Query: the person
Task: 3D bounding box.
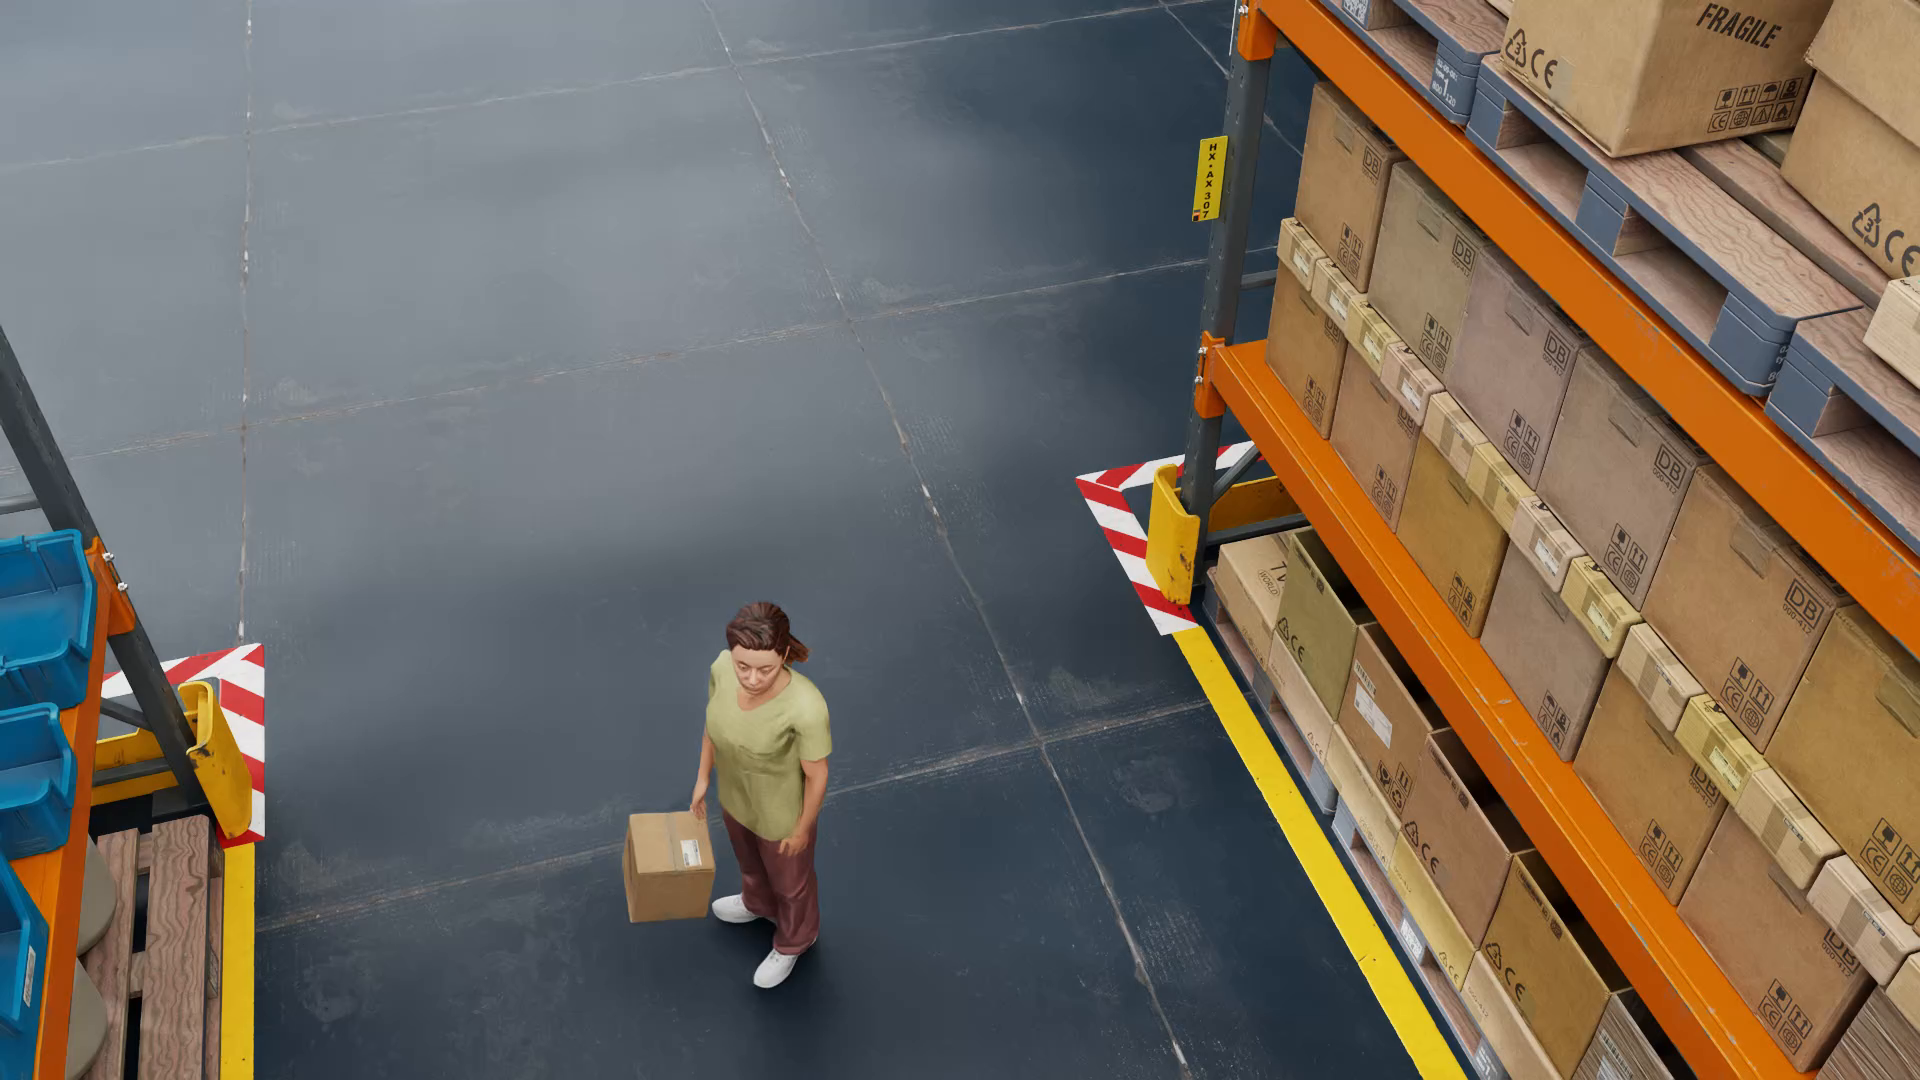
[{"bbox_3d":[-0.637,0.802,5.264,0.564,1.677,0.369,30,50,29],"label":"person"}]
